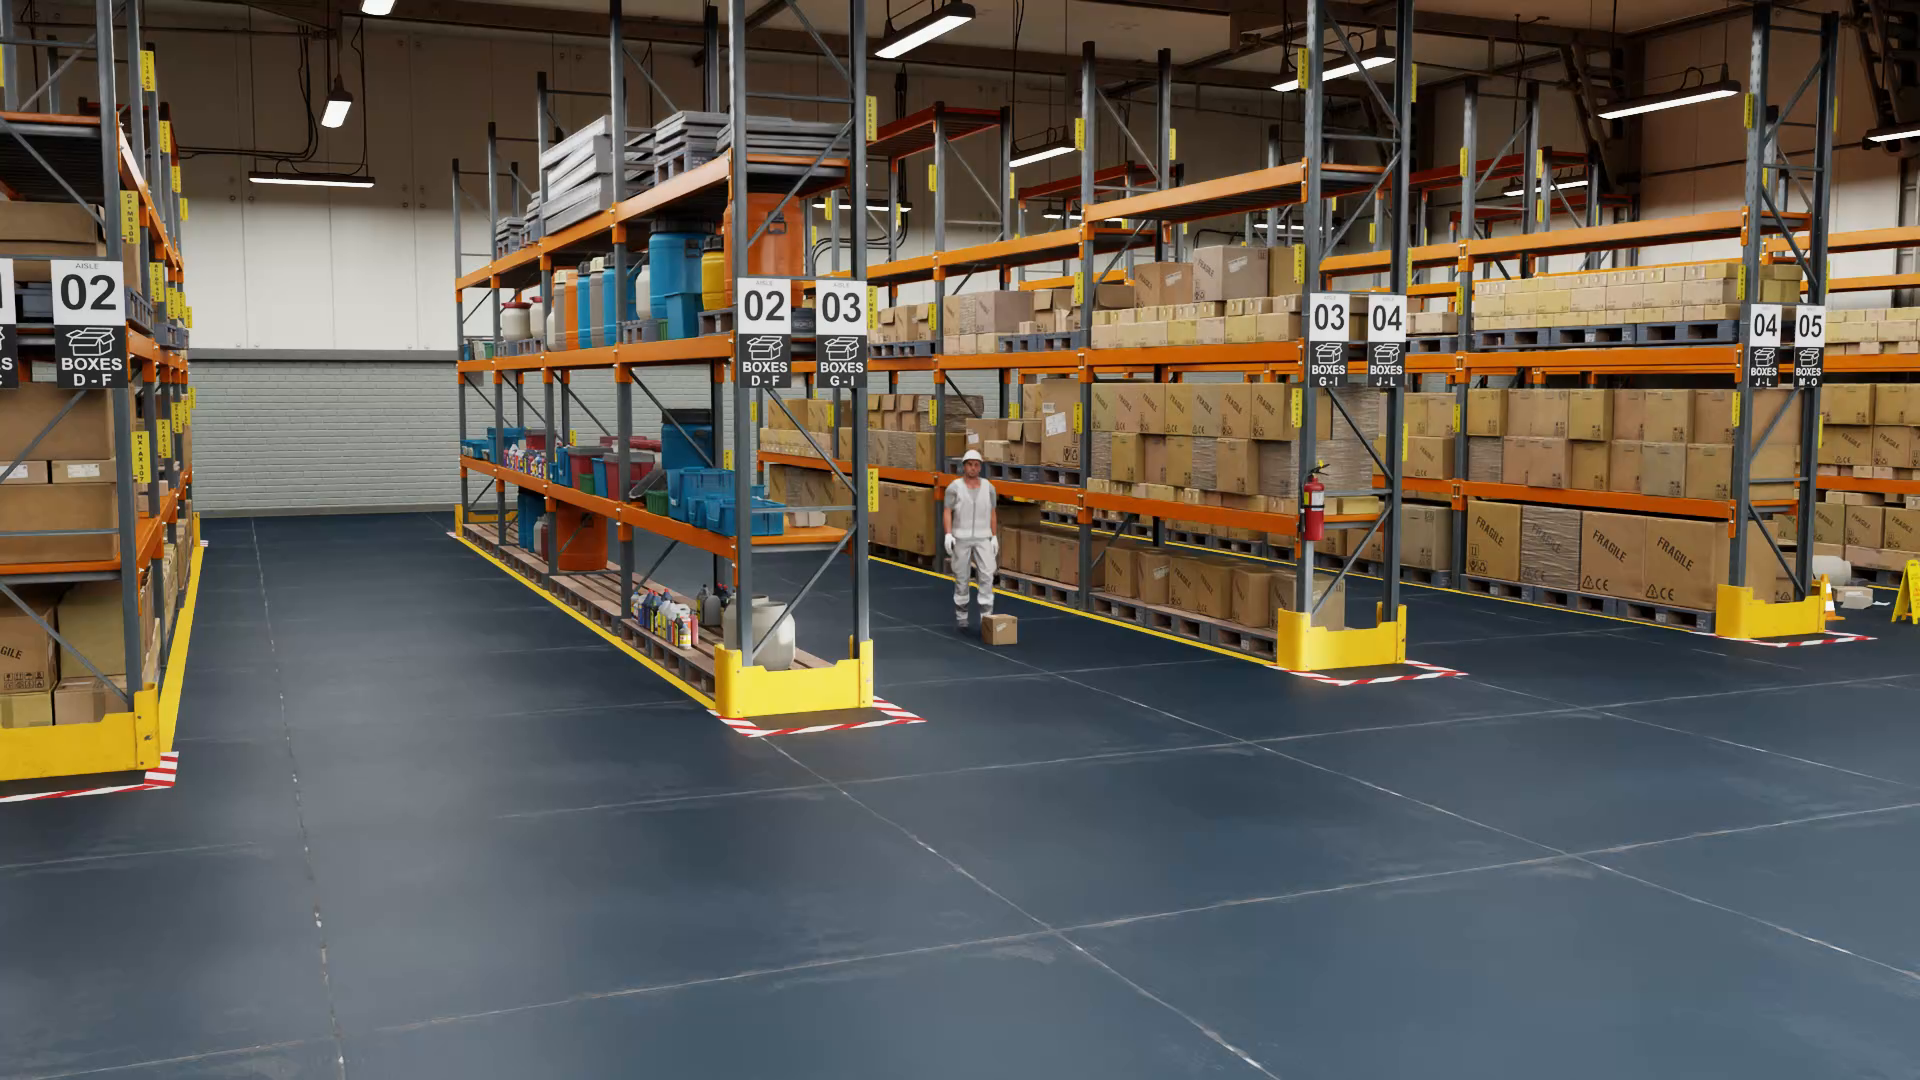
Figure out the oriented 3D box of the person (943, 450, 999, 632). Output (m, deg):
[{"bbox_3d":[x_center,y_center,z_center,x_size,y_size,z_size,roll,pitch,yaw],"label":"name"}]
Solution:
[{"bbox_3d":[0.126,0.009,16.172,0.580,1.761,0.791,-1,5,-8],"label":"person"}]
